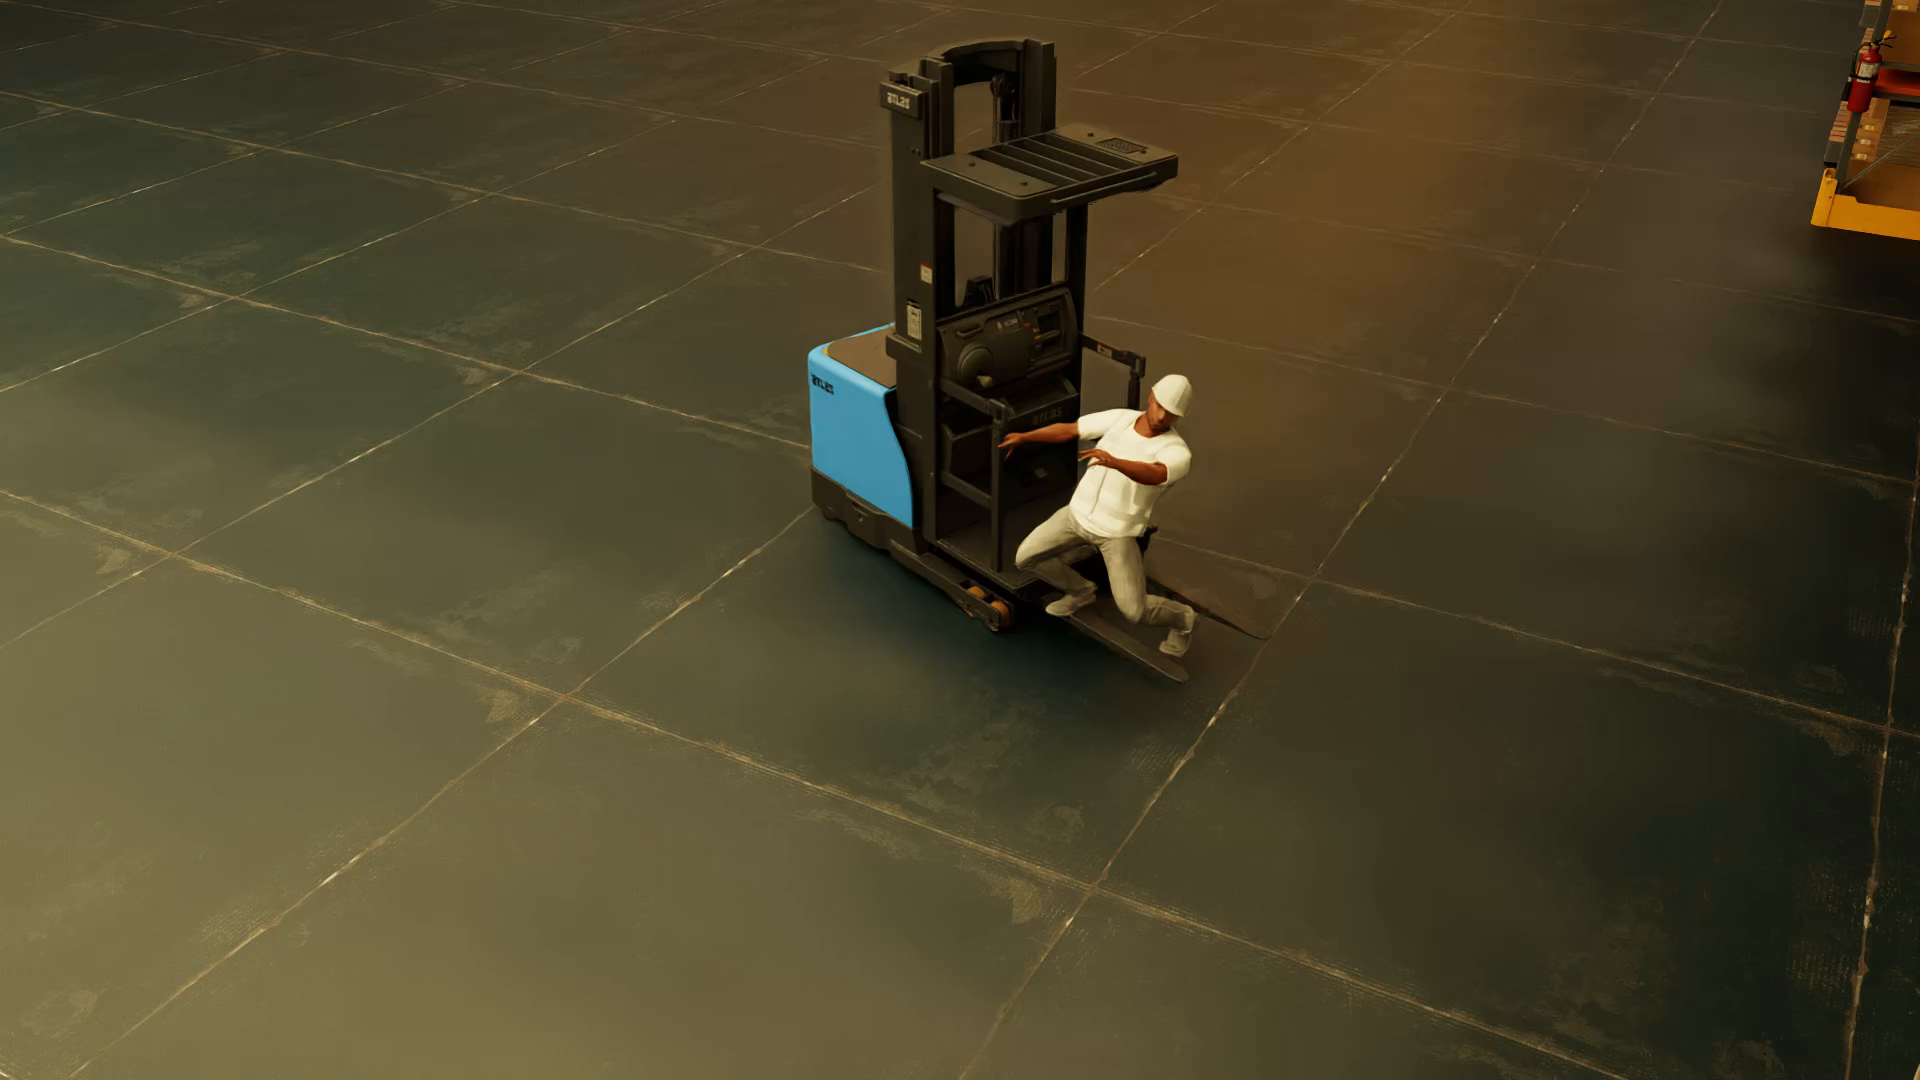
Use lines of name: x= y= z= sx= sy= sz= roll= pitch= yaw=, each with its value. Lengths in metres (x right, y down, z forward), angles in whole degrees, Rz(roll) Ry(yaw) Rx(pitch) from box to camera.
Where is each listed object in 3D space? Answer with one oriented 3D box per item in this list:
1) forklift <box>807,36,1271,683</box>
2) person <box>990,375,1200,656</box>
forklift: x=0.408 y=-1.053 z=8.895 sx=1.130 sy=2.935 sz=3.031 roll=-22 pitch=37 yaw=-34
person: x=0.653 y=-0.132 z=8.562 sx=1.065 sy=1.502 sz=0.834 roll=24 pitch=38 yaw=35
